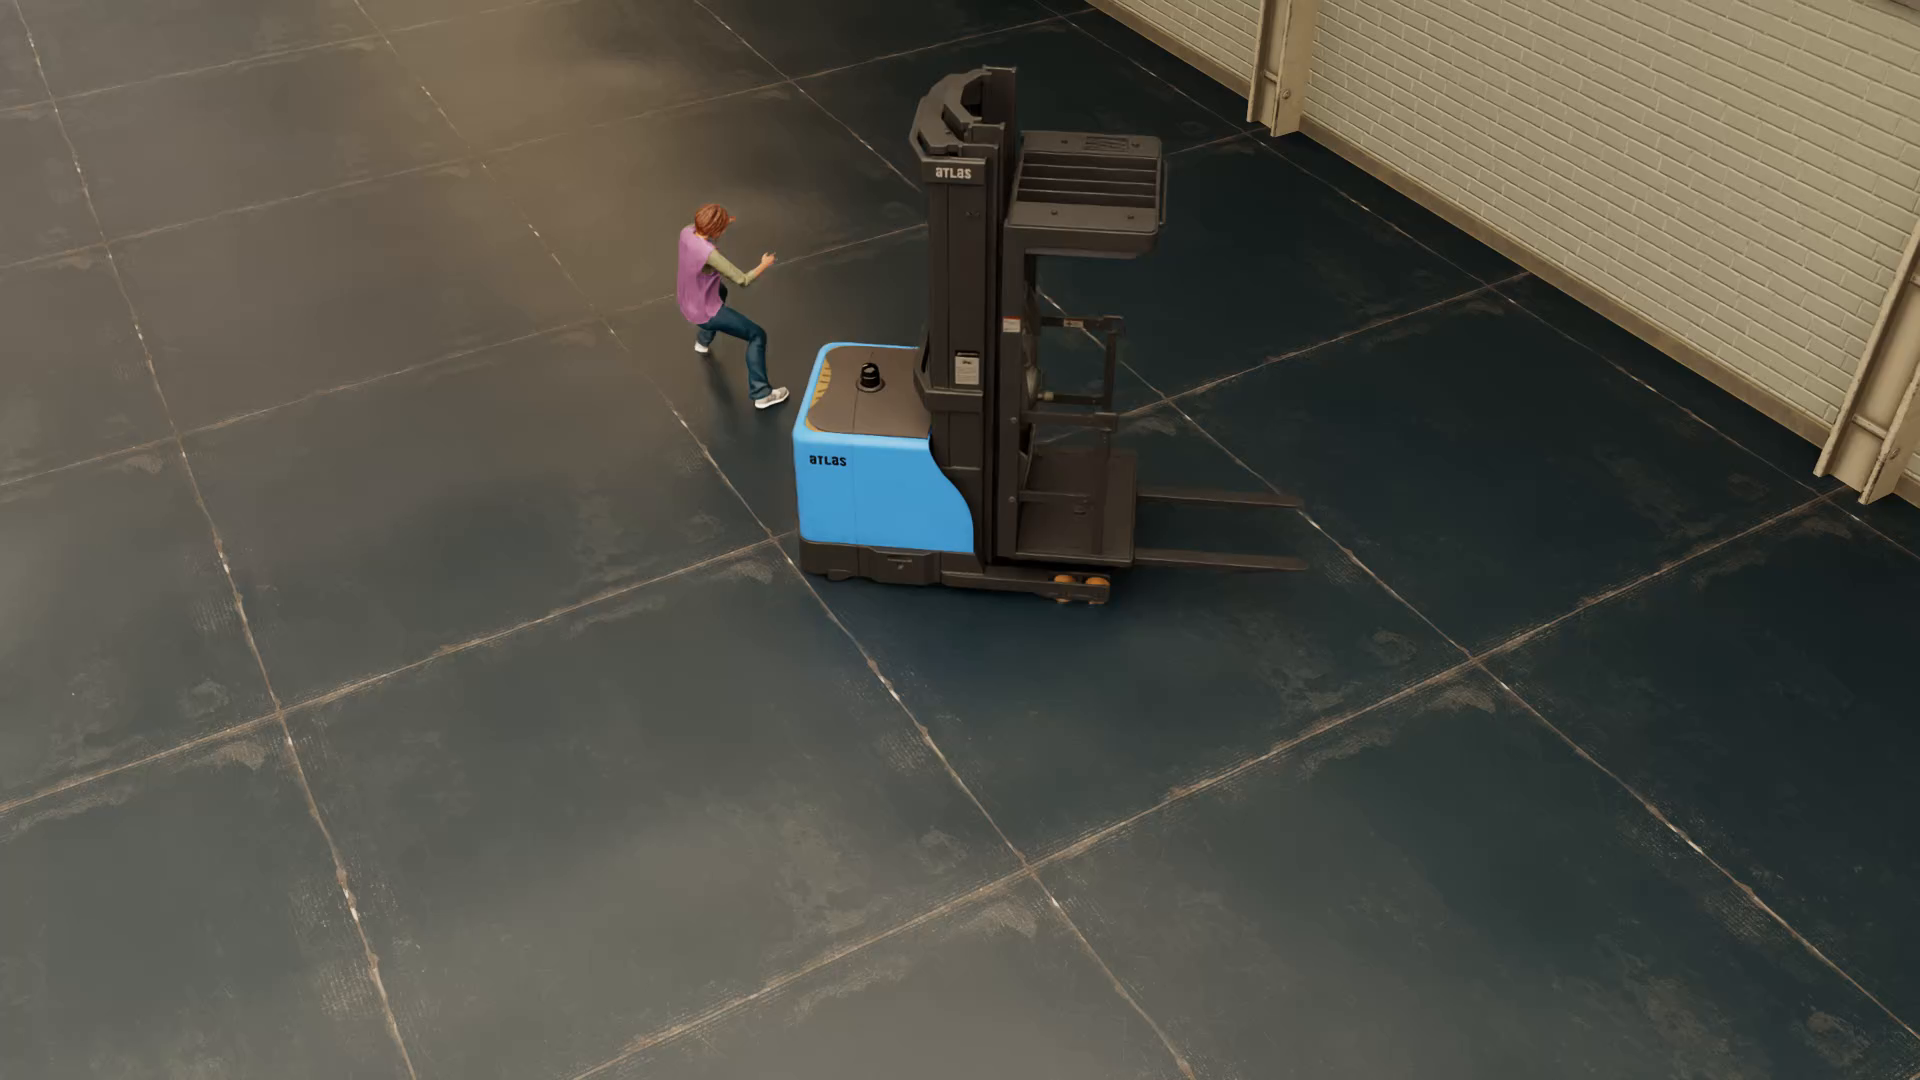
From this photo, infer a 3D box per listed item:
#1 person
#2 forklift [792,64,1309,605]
[{"bbox_3d":[-1.577,-1.691,11.290,0.658,1.378,0.955,-19,43,-22],"label":"person"},{"bbox_3d":[0.585,-1.104,9.367,3.031,2.935,1.130,4,40,5],"label":"forklift"}]
